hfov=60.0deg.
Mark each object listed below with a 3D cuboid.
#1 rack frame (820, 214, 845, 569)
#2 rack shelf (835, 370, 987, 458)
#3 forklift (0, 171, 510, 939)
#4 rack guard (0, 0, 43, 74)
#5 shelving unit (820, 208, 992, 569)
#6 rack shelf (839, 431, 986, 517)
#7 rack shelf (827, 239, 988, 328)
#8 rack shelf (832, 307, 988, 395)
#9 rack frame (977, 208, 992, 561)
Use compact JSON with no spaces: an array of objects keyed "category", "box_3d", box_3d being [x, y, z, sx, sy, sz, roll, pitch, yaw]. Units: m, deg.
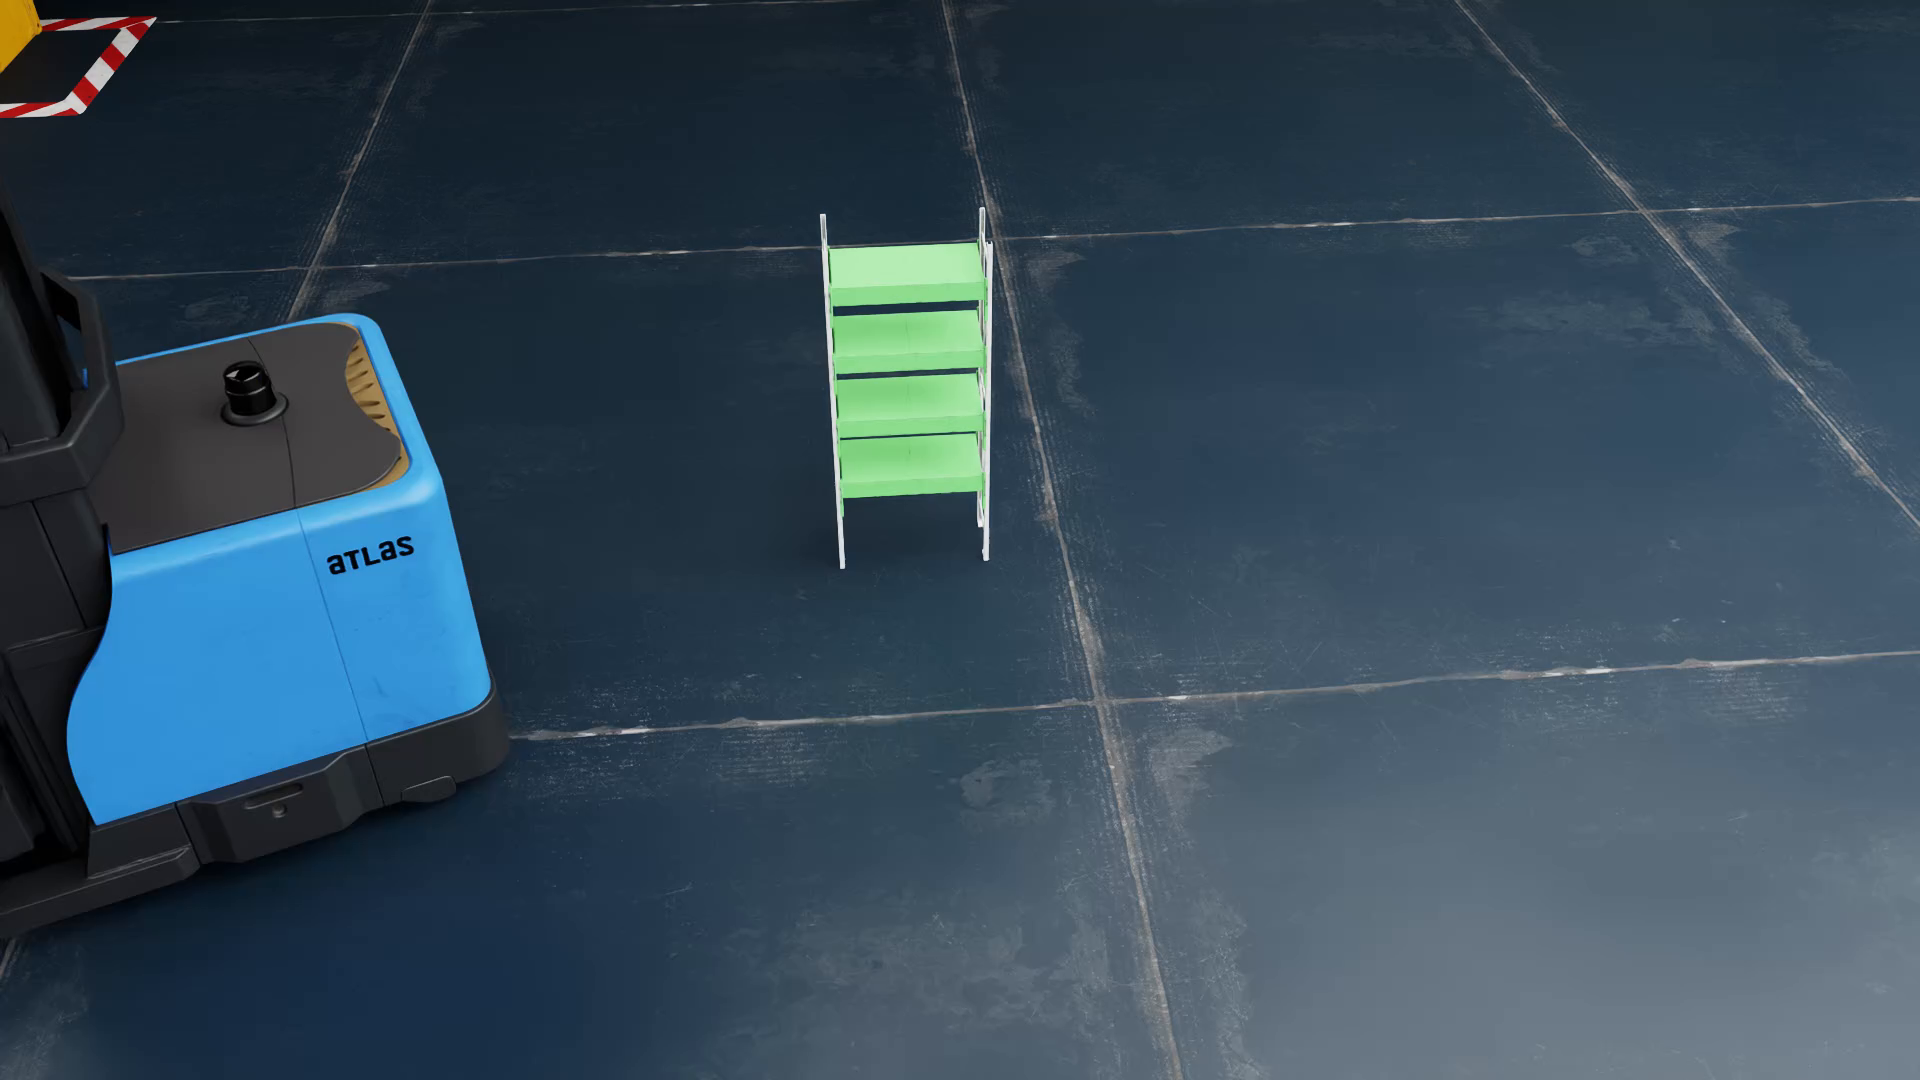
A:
[{"category":"rack frame","box_3d":[-0.408,-0.449,5.350,0.015,1.200,0.240,-3,38,-4]},{"category":"rack shelf","box_3d":[-0.165,-0.412,5.406,0.480,0.148,0.258,-3,38,-4]},{"category":"forklift","box_3d":[-2.871,-0.327,3.798,3.031,2.935,1.130,-17,41,-20]},{"category":"rack guard","box_3d":[-5.315,-2.746,8.827,0.348,0.500,1.175,-3,38,-4]},{"category":"shelving unit","box_3d":[-0.165,-0.462,5.367,0.503,1.200,0.258,-3,38,-4]},{"category":"rack shelf","box_3d":[-0.165,-0.223,5.555,0.480,0.148,0.258,-3,38,-4]},{"category":"rack shelf","box_3d":[-0.165,-0.789,5.109,0.480,0.148,0.258,-3,38,-4]},{"category":"rack shelf","box_3d":[-0.165,-0.600,5.258,0.480,0.148,0.258,-3,38,-4]},{"category":"rack frame","box_3d":[0.078,-0.475,5.384,0.015,1.200,0.240,-3,38,-4]}]
